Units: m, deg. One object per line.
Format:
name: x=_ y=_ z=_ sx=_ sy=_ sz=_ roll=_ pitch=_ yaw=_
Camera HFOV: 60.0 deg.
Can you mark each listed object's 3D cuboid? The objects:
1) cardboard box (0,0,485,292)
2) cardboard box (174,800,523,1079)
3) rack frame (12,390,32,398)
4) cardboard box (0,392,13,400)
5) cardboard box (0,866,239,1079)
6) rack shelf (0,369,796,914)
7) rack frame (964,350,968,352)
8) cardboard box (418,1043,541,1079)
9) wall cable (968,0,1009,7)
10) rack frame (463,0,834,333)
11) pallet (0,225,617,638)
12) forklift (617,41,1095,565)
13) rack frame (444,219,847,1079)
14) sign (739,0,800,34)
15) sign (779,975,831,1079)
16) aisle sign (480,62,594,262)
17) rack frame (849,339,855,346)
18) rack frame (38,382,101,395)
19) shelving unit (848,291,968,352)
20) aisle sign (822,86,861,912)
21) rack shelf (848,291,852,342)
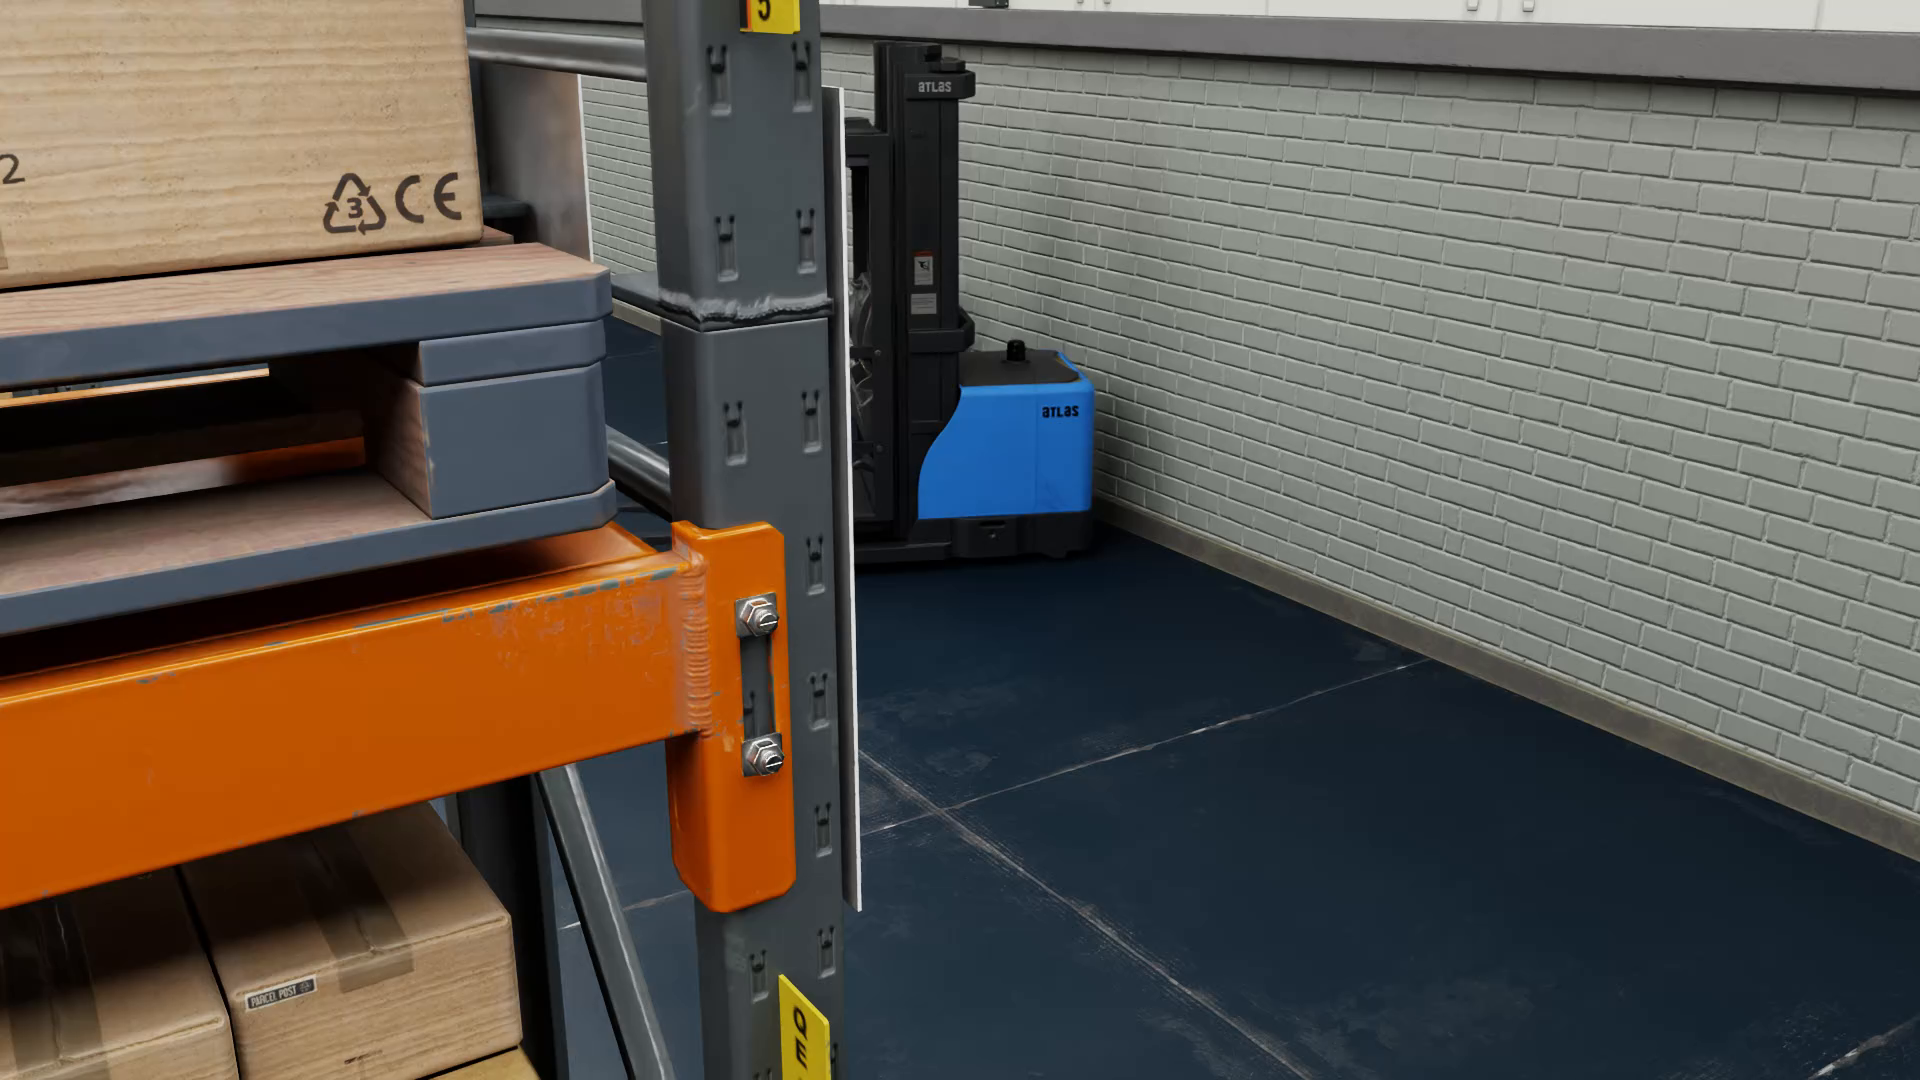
cardboard box: x=-0.764 y=-0.390 z=1.454 sx=0.500 sy=0.250 sz=0.500 roll=-14 pitch=23 yaw=-36
cardboard box: x=-0.628 y=0.391 z=1.674 sx=0.250 sy=0.149 sz=0.380 roll=-12 pitch=22 yaw=-31
rack frame: x=-5.888 y=-1.548 z=10.140 sx=0.127 sy=3.000 sz=1.000 roll=-12 pitch=22 yaw=-31
cardboard box: x=-3.490 y=-0.718 z=5.504 sx=0.500 sy=0.500 sz=0.500 roll=-12 pitch=22 yaw=-32
cardboard box: x=-0.827 y=0.442 z=1.522 sx=0.250 sy=0.149 sz=0.380 roll=-11 pitch=22 yaw=-30
rack shelf: x=-2.108 y=0.375 z=0.892 sx=4.000 sy=0.370 sz=1.077 roll=-12 pitch=22 yaw=-31
rack frame: x=-0.039 y=-1.231 z=11.665 sx=0.023 sy=1.500 sz=0.400 roll=-11 pitch=-21 yaw=-30
cardboard box: x=-0.710 y=0.730 z=1.683 sx=0.500 sy=0.500 sz=0.500 roll=-11 pitch=22 yaw=-30
wall cable: x=0.730 y=-5.988 z=8.883 sx=0.120 sy=5.999 sz=2.277 roll=-12 pitch=22 yaw=-31
rack frame: x=-0.438 y=-1.739 z=1.338 sx=0.127 sy=3.000 sz=1.000 roll=-12 pitch=22 yaw=-31
pallet: x=-1.052 y=-0.143 z=1.438 sx=1.213 sy=0.211 sz=1.003 roll=-12 pitch=22 yaw=-31
forklift: x=-0.768 y=-1.353 z=9.671 sx=3.031 sy=2.935 sz=1.130 roll=-3 pitch=19 yaw=-8
rack frame: x=-0.438 y=1.103 z=2.299 sx=0.127 sy=3.000 sz=1.000 roll=-12 pitch=22 yaw=-31
sign: x=-0.151 y=-0.552 z=1.253 sx=0.005 sy=0.325 sz=0.100 roll=-12 pitch=22 yaw=-31
sign: x=-0.151 y=0.590 z=1.639 sx=0.005 sy=0.325 sz=0.100 roll=-12 pitch=22 yaw=-31
aisle sign: x=-0.537 y=-0.219 z=2.150 sx=0.004 sy=0.787 sz=0.394 roll=-12 pitch=22 yaw=-31
rack frame: x=-0.659 y=-1.110 z=11.293 sx=0.023 sy=1.500 sz=0.400 roll=-11 pitch=-21 yaw=-30
rack frame: x=-3.245 y=-0.203 z=6.163 sx=0.127 sy=3.000 sz=1.000 roll=-12 pitch=22 yaw=-31
shelving unit: x=-0.349 y=-1.170 z=11.479 sx=0.755 sy=1.500 sz=0.431 roll=-11 pitch=-21 yaw=-30
aisle sign: x=-0.208 y=-0.058 z=1.675 sx=0.004 sy=0.787 sz=0.394 roll=-12 pitch=22 yaw=-31
rack shelf: x=-0.488 y=-1.514 z=11.600 sx=0.720 sy=0.370 sz=0.431 roll=-11 pitch=-21 yaw=-30
